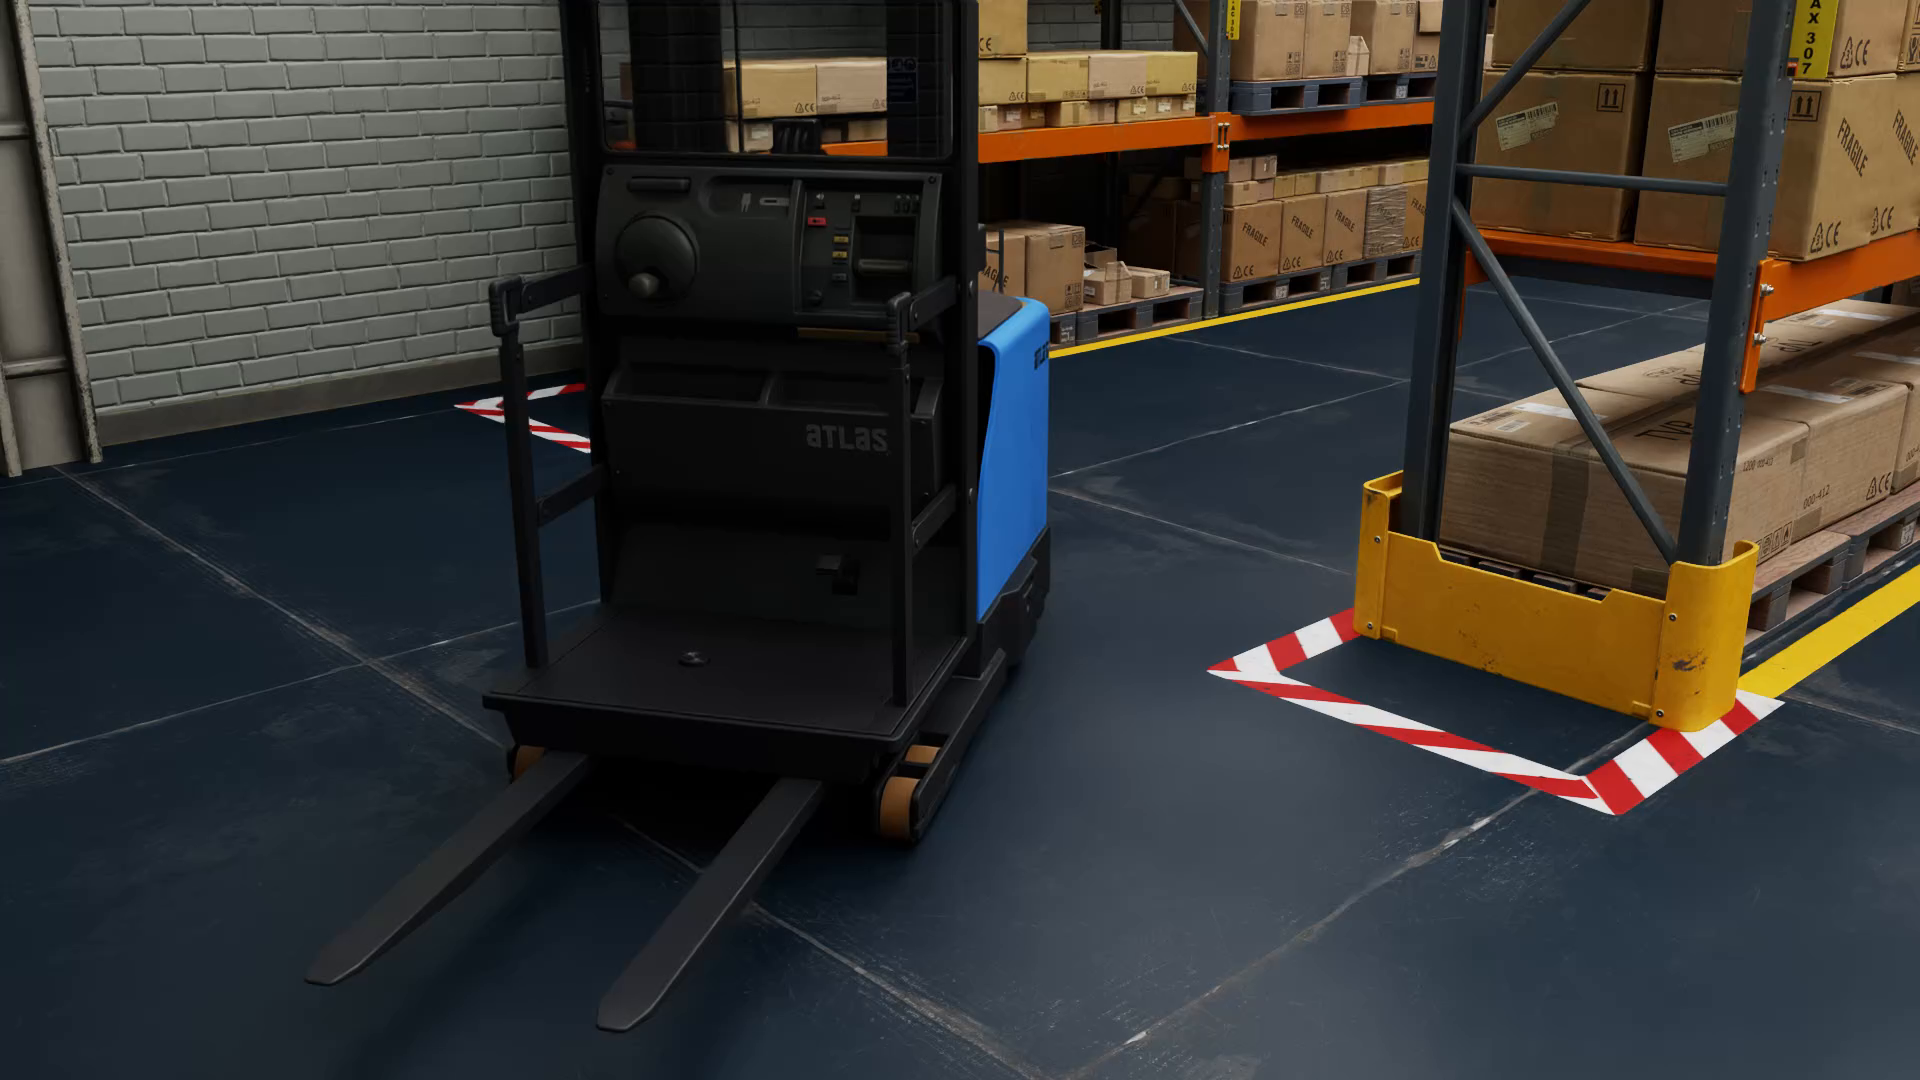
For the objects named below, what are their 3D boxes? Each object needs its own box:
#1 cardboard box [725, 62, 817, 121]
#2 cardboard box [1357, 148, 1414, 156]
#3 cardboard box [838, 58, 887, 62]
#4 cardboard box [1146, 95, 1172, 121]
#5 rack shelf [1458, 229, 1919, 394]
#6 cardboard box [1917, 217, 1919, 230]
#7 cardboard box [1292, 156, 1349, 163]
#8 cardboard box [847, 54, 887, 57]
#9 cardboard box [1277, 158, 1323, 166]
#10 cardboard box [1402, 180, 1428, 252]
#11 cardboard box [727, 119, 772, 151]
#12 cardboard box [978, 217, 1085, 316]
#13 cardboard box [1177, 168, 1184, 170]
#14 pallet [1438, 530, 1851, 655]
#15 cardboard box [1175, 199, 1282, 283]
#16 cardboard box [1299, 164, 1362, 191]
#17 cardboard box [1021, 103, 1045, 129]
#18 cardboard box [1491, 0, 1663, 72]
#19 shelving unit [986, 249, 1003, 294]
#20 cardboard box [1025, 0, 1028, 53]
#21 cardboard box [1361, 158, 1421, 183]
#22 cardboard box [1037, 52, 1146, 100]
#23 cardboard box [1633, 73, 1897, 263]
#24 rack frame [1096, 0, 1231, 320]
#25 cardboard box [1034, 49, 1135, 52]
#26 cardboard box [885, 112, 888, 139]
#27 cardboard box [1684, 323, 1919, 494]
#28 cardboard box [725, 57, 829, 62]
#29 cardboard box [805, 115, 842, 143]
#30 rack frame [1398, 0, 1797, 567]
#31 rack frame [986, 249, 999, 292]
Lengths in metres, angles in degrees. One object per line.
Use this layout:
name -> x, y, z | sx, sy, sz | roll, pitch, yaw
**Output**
cardboard box -> -1.068, -2.255, 8.337 | 0.500, 0.250, 0.500 | -16, 24, -41
cardboard box -> 3.426, -3.073, 13.418 | 0.250, 0.149, 0.380 | -15, 23, -39
cardboard box -> -0.336, -2.470, 9.000 | 0.500, 0.250, 0.500 | -17, 24, -42
cardboard box -> 1.091, -2.693, 10.334 | 0.250, 0.149, 0.380 | -15, 24, -39
rack shelf -> 3.284, -1.119, 6.239 | 4.000, 0.370, 1.077 | -16, 24, -41
cardboard box -> 3.107, -1.340, 5.591 | 0.500, 0.500, 0.500 | -16, 24, -41
cardboard box -> 2.734, -2.837, 12.691 | 0.250, 0.149, 0.380 | -16, 24, -40
cardboard box -> -0.312, -2.700, 9.709 | 0.500, 0.250, 0.500 | -16, 24, -41
cardboard box -> 2.509, -2.789, 12.544 | 0.265, 0.149, 0.390 | -16, 24, -41
cardboard box -> 3.321, -2.502, 12.710 | 0.500, 0.500, 0.500 | -15, 23, -39
cardboard box -> -1.155, -2.038, 8.314 | 0.250, 0.149, 0.380 | -16, 24, -41
cardboard box -> 0.329, -1.661, 10.115 | 0.700, 0.500, 0.500 | 17, 24, 42
cardboard box -> 1.751, -2.569, 11.865 | 0.250, 0.149, 0.380 | -16, 24, -40
pallet -> 2.358, 0.102, 5.828 | 1.213, 0.211, 1.003 | -16, 24, -41
cardboard box -> 1.830, -2.059, 11.345 | 0.500, 0.500, 0.500 | -15, 23, -38
cardboard box -> 2.673, -2.623, 12.032 | 0.250, 0.149, 0.380 | -15, 23, -39
cardboard box -> 0.279, -2.493, 9.717 | 0.250, 0.149, 0.380 | -16, 24, -40
cardboard box -> 2.017, -1.716, 5.131 | 0.500, 0.500, 0.500 | -15, 23, -39
shelving unit -> 0.011, -0.574, 6.310 | 0.183, 1.046, 0.258 | -16, 24, -41
cardboard box -> 0.059, -3.168, 9.936 | 0.500, 0.500, 0.500 | -17, 25, -42
cardboard box -> 3.243, -2.793, 12.555 | 0.250, 0.149, 0.380 | -17, 24, -42
cardboard box -> 0.767, -2.795, 10.002 | 0.500, 0.250, 0.500 | -16, 24, -41
cardboard box -> 2.376, -1.122, 4.921 | 0.500, 0.500, 0.500 | -17, 24, -41
rack frame -> 1.324, -2.997, 10.864 | 0.127, 3.000, 1.000 | -16, 24, -41
cardboard box -> 0.778, -3.022, 10.704 | 0.500, 0.250, 0.500 | -17, 24, -41
cardboard box -> -0.420, -2.263, 9.008 | 0.250, 0.149, 0.380 | -16, 24, -40
cardboard box -> 3.557, -0.567, 6.844 | 0.875, 0.438, 0.875 | 17, 25, 42
cardboard box -> -1.055, -2.485, 9.047 | 0.500, 0.250, 0.500 | -16, 24, -41
cardboard box -> -0.835, -2.165, 8.708 | 0.250, 0.149, 0.380 | -17, 24, -42
rack frame -> 1.830, -1.038, 4.821 | 0.127, 3.000, 1.000 | -16, 24, -41
rack frame -> 0.076, -0.593, 6.369 | 0.002, 1.046, 0.228 | -16, 24, -41
